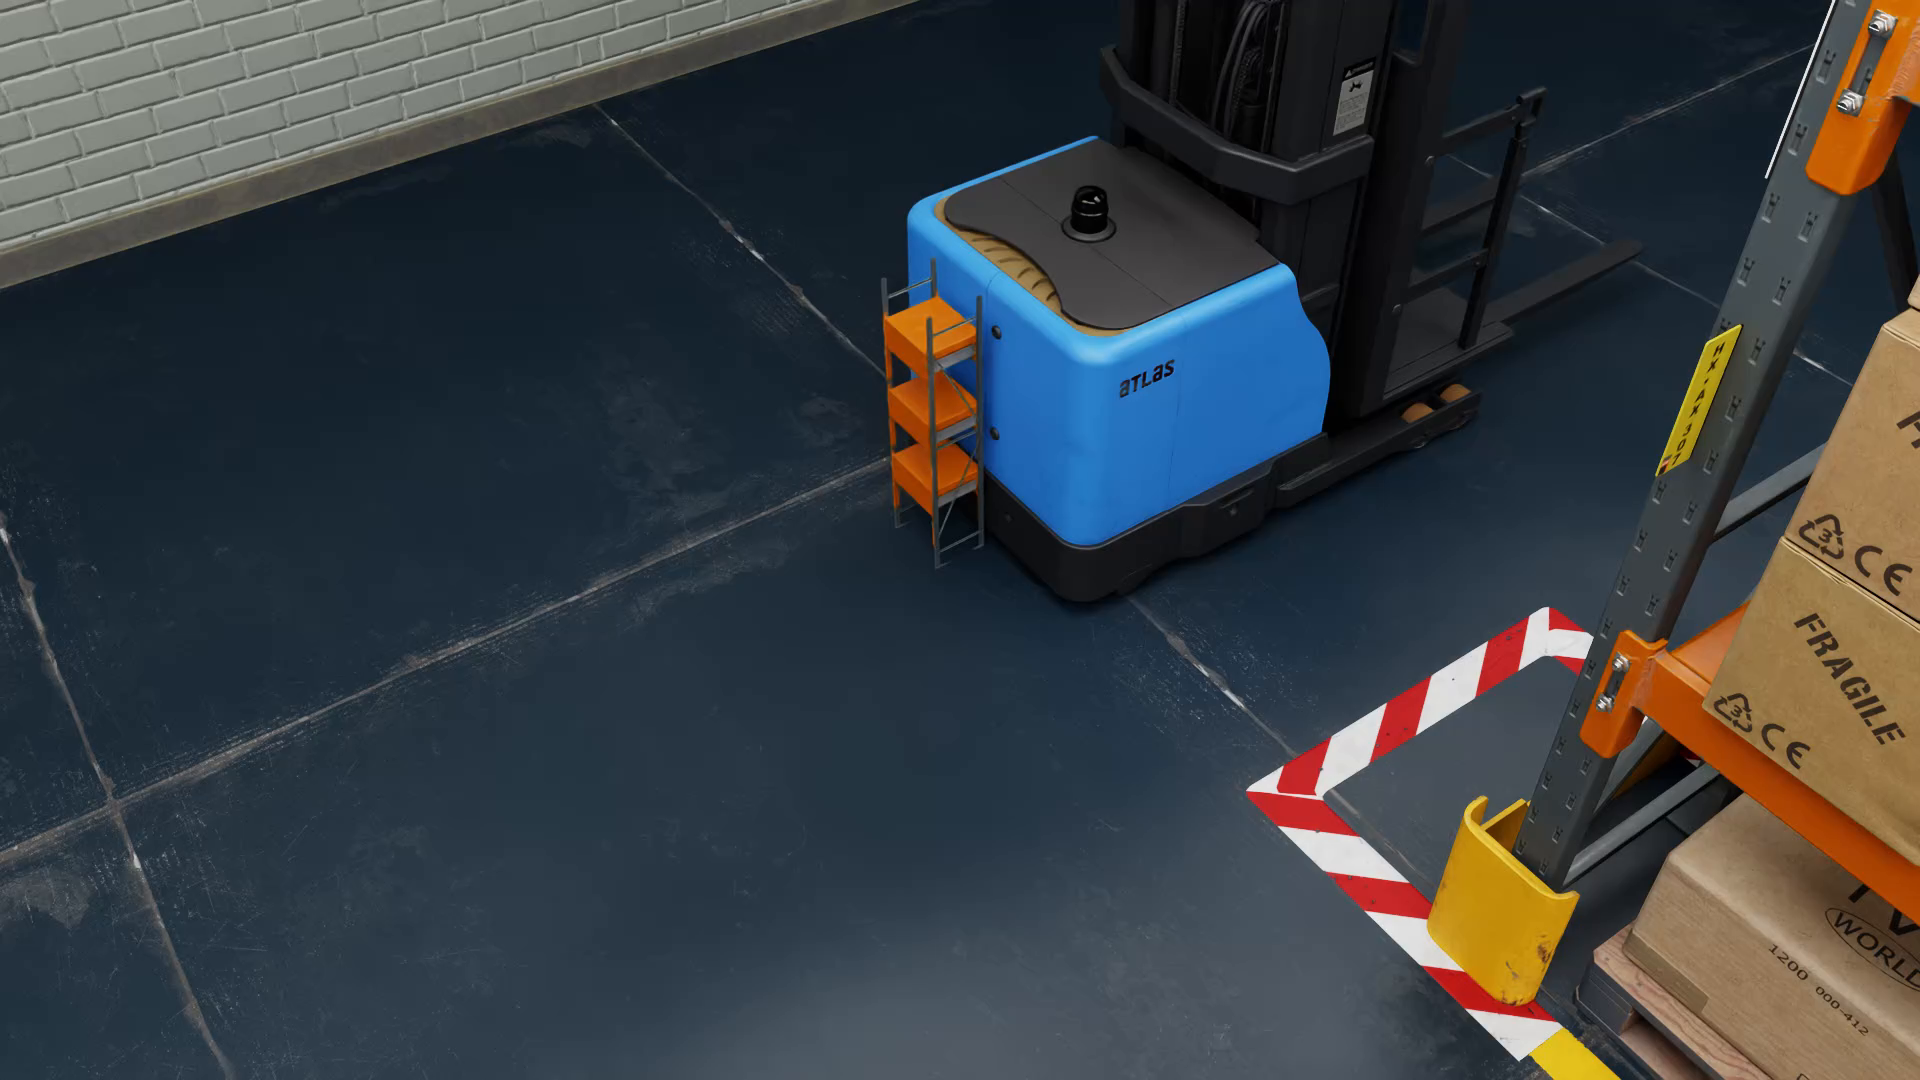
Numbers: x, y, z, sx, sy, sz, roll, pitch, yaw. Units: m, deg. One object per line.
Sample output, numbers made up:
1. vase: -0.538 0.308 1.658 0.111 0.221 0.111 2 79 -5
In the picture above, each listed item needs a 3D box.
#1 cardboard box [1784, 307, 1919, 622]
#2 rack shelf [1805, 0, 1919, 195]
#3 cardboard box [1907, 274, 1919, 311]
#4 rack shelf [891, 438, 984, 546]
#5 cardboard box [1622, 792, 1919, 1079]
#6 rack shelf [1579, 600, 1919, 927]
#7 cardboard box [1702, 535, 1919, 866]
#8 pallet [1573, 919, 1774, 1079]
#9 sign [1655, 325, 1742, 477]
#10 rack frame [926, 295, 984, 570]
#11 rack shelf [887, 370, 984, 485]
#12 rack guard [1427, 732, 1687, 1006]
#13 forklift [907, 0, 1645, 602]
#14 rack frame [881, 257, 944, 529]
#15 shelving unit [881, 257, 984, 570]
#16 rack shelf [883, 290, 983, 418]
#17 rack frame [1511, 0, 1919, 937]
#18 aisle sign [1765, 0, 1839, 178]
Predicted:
1. cardboard box: 1.904 -0.148 2.937 0.500 0.500 0.500 -27 50 -25
2. rack shelf: 3.007 0.173 1.745 1.077 0.370 4.000 -26 49 -24
3. cardboard box: 1.839 -0.457 2.790 0.380 0.149 0.250 -25 49 -24
4. rack shelf: -0.075 -0.181 5.594 0.215 0.259 0.240 -27 50 -24
5. cardboard box: 2.322 0.974 4.109 0.875 0.438 0.875 -27 50 -26
6. rack shelf: 3.007 1.258 2.781 1.077 0.370 4.000 -26 49 -24
7. cardboard box: 1.902 0.214 3.281 0.500 0.500 0.500 -26 49 -25
8. pallet: 2.384 1.296 4.240 1.003 0.211 1.213 -26 49 -24
9. sign: 1.404 -0.261 3.167 0.100 0.325 0.005 -26 49 -24
10. rack frame: -0.009 -0.318 5.320 0.200 1.050 0.008 -27 50 -24
11. rack shelf: -0.079 -0.380 5.400 0.215 0.259 0.240 -27 50 -24
12. rack guard: 1.849 0.755 4.597 1.175 0.500 0.348 -26 49 -24
13. forklift: 1.315 -1.671 5.378 3.031 2.935 1.130 -26 49 -24
14. rack frame: -0.150 -0.456 5.465 0.200 1.050 0.008 -27 50 -24
15. shelving unit: -0.079 -0.387 5.392 0.215 1.050 0.252 -27 50 -24
16. rack shelf: -0.084 -0.583 5.202 0.215 0.259 0.240 -27 50 -24
17. rack frame: 1.863 -0.135 3.719 1.000 3.000 0.127 -26 49 -24
18. aisle sign: 1.584 -1.002 2.744 0.394 0.787 0.004 -26 49 -24
